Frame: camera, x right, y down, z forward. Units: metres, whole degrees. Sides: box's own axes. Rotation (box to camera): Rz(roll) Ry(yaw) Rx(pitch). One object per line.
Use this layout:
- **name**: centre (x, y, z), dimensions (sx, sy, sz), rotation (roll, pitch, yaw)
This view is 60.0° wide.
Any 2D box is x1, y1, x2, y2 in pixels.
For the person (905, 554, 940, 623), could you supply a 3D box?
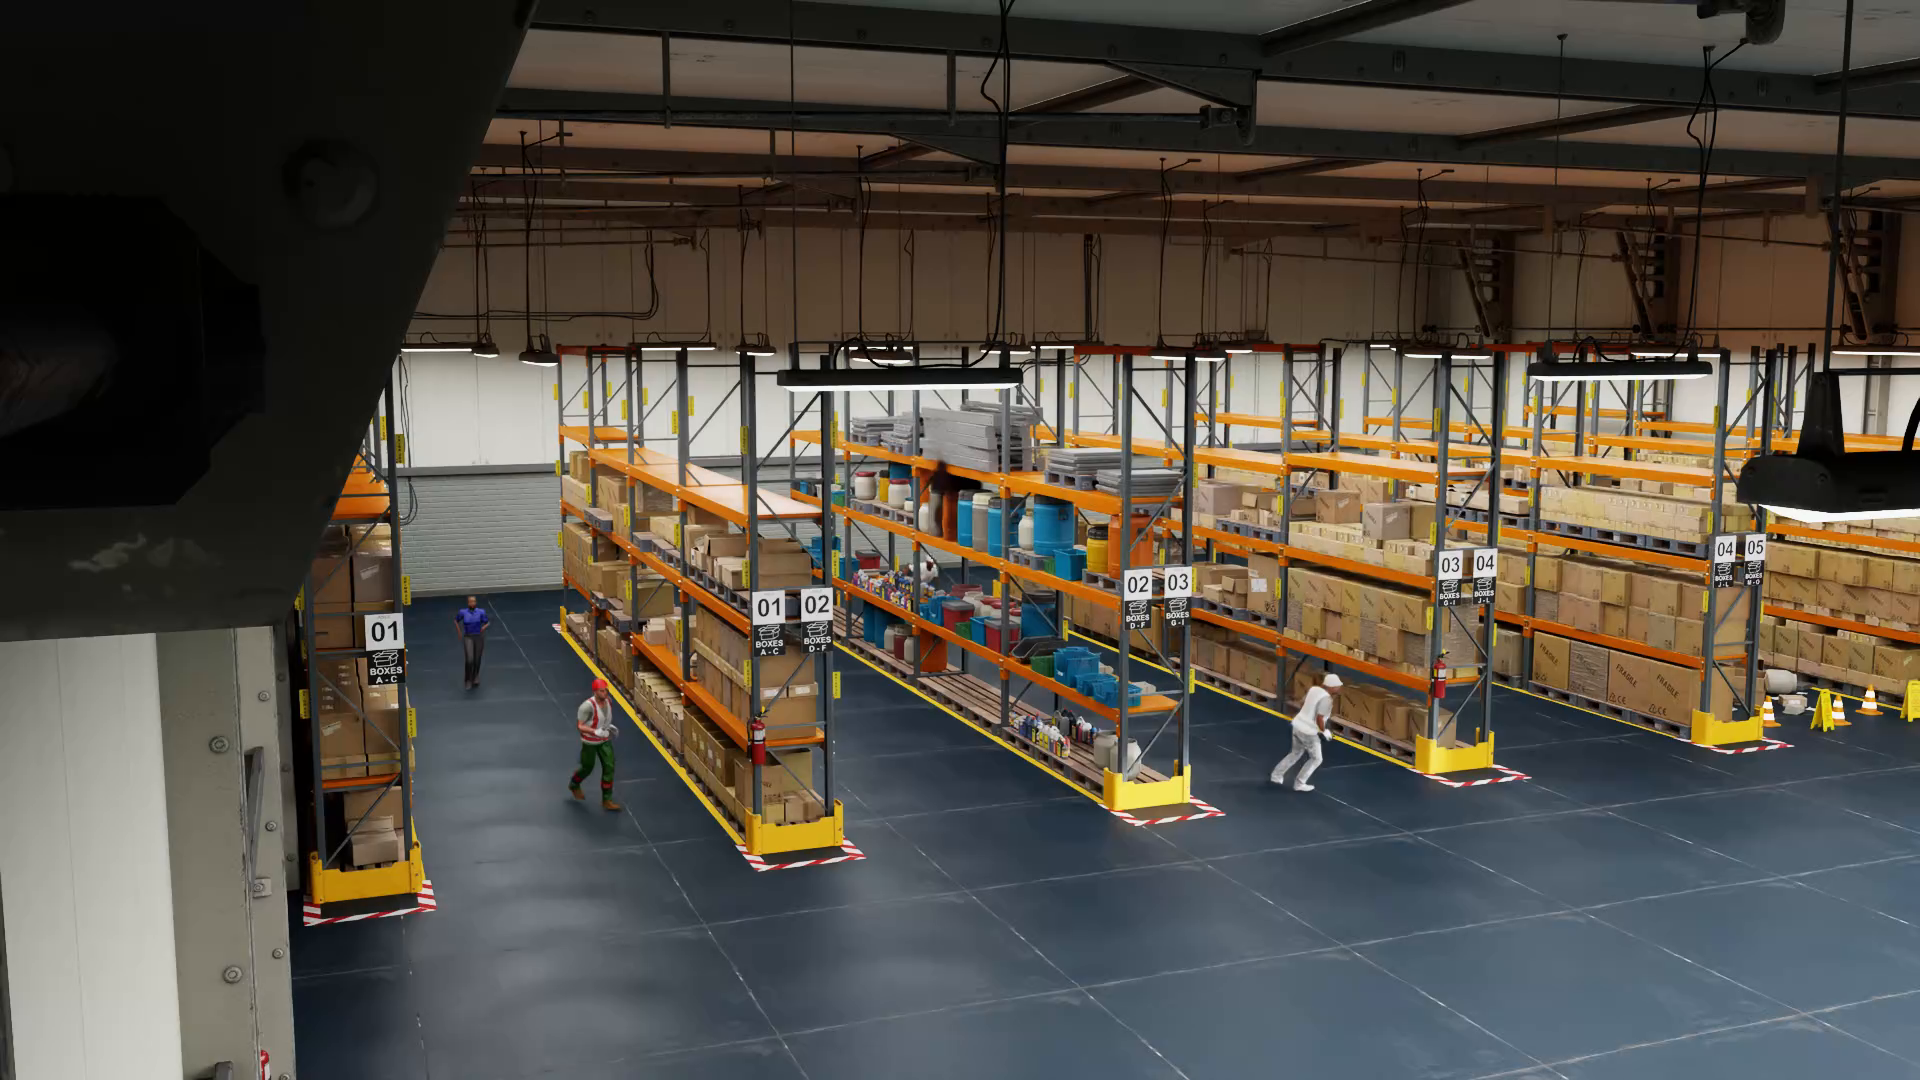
- **person**: centre (-0.810, 1.053, 35.368), dimensions (0.733, 1.580, 0.875), rotation (-6, 10, -40)

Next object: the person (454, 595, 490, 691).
- **person**: centre (-8.576, 1.805, 29.328), dimensions (0.584, 1.690, 0.710), rotation (-3, 8, -24)

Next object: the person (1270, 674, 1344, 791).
- **person**: centre (4.763, 2.637, 22.806), dimensions (0.919, 1.634, 0.689), rotation (-2, 7, -12)

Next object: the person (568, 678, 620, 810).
- **person**: centre (-4.864, 2.667, 22.057), dimensions (0.959, 1.755, 0.679), rotation (7, 10, 43)
